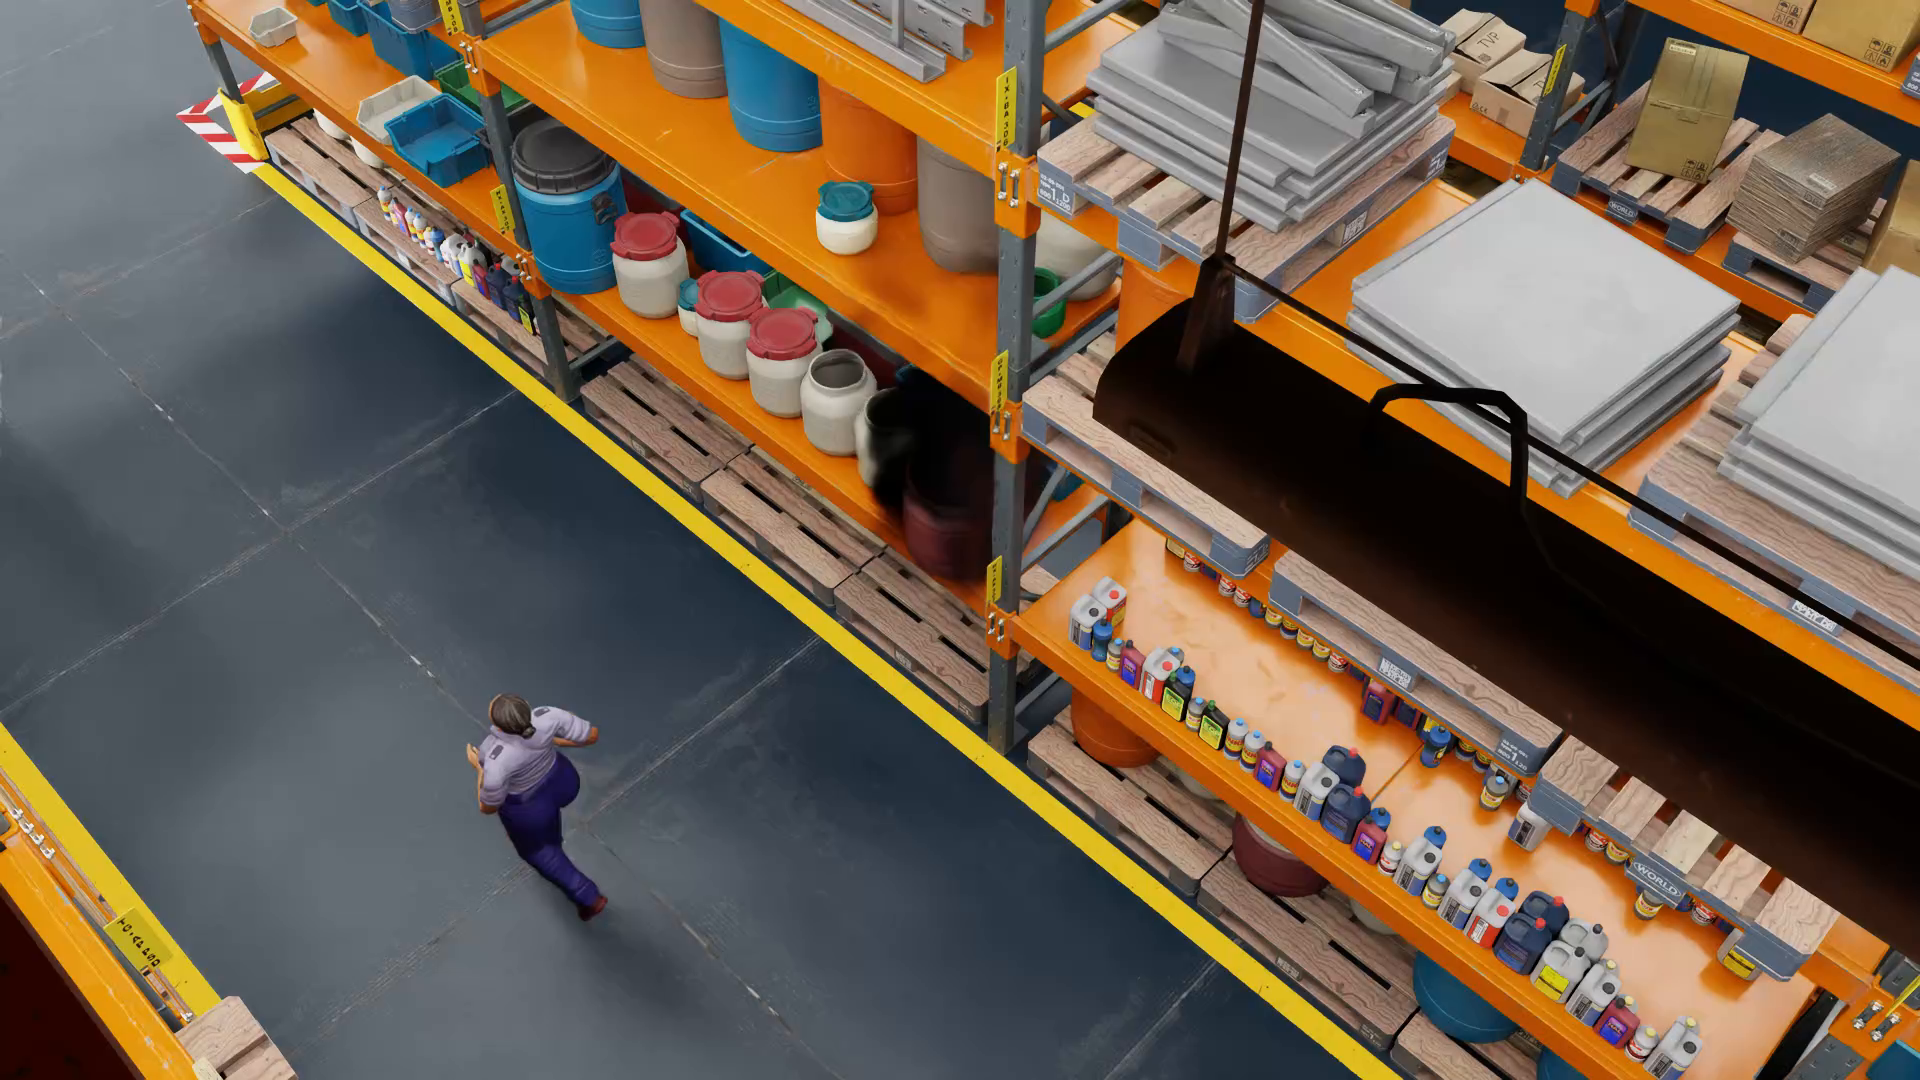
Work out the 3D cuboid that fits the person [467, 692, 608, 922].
[{"bbox_3d":[-2.021,1.217,7.960,0.766,1.640,0.620,28,56,22],"label":"person"}]
